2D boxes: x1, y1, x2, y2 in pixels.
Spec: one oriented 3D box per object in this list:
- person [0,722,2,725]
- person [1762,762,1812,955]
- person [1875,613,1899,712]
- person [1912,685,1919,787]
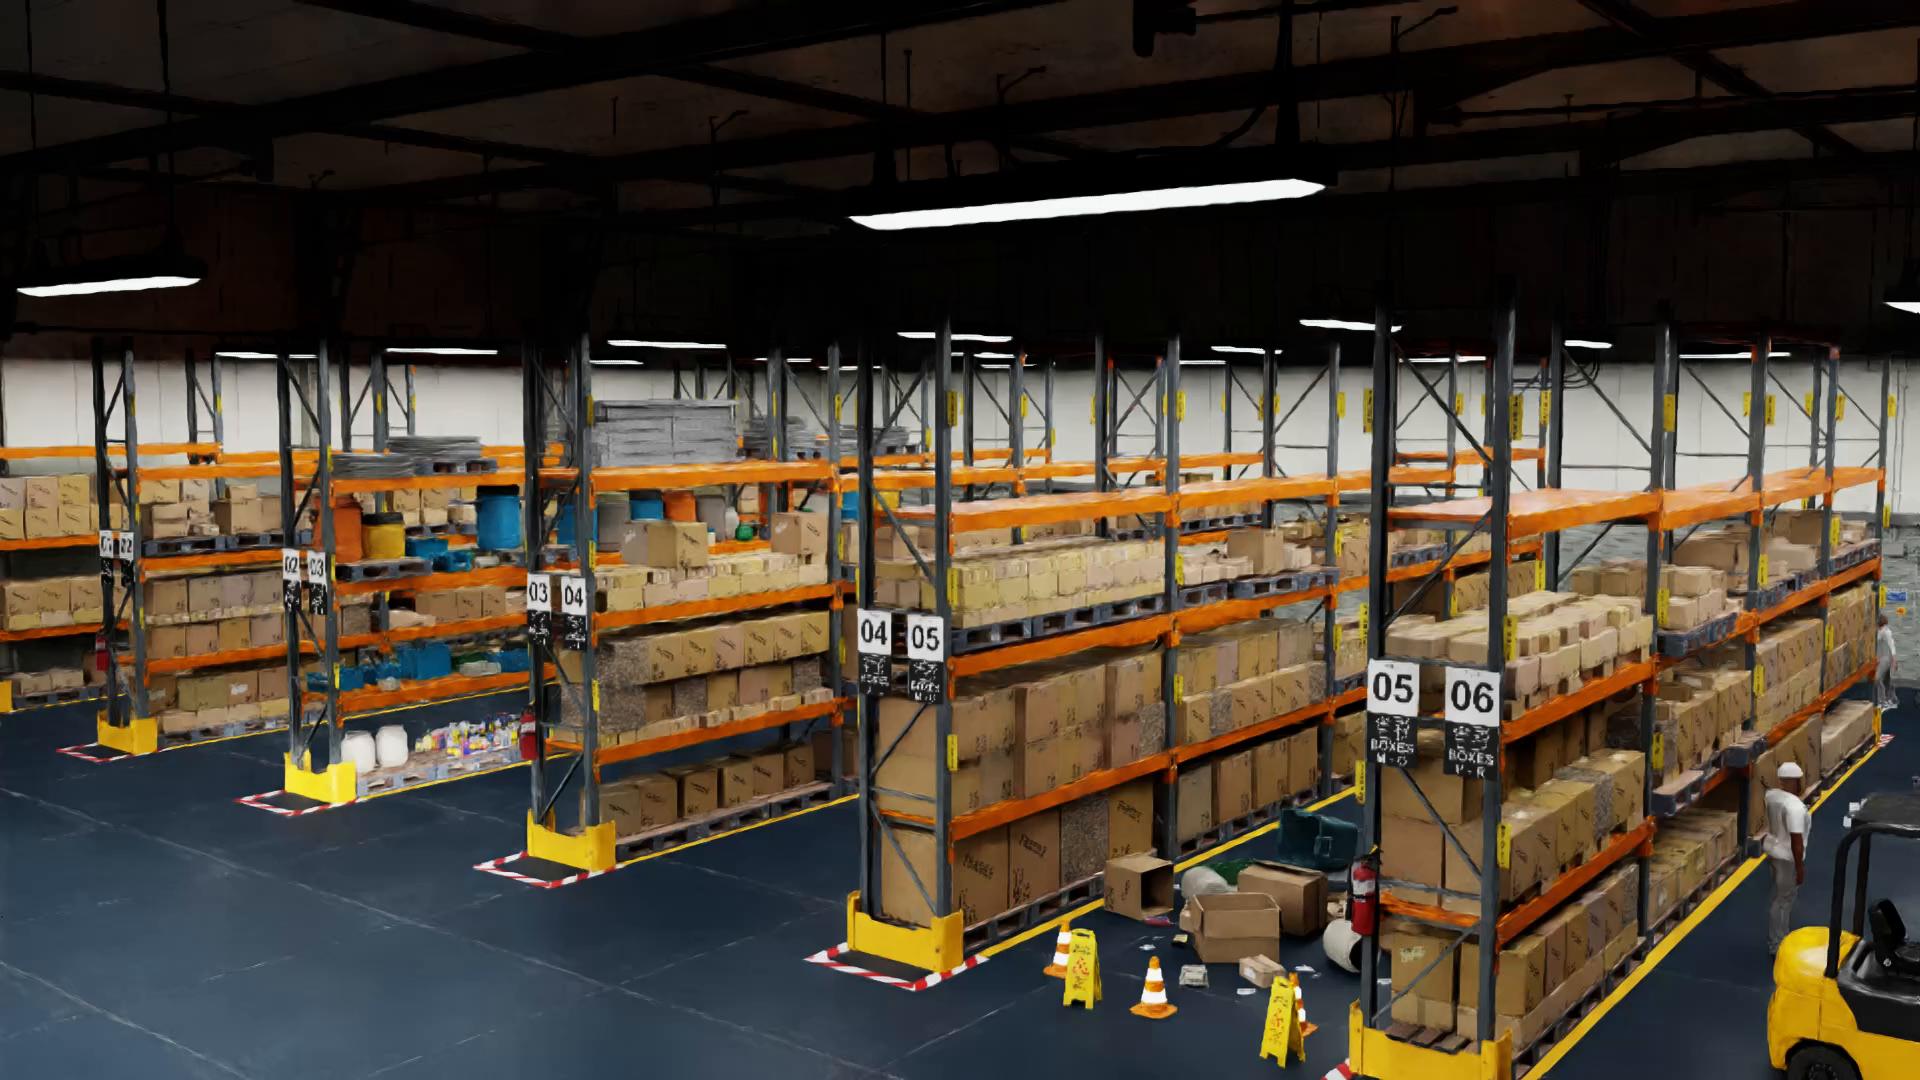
[{"bbox_3d":[-15.279,2.082,25.865,0.734,1.655,0.565,-1,5,-13],"label":"person"},{"bbox_3d":[7.697,2.928,15.392,0.443,1.771,0.632,1,5,6],"label":"person"},{"bbox_3d":[15.172,2.005,27.247,0.461,1.607,0.515,0,5,4],"label":"person"},{"bbox_3d":[12.799,2.413,21.947,0.498,1.676,0.464,-2,5,-22],"label":"person"}]
